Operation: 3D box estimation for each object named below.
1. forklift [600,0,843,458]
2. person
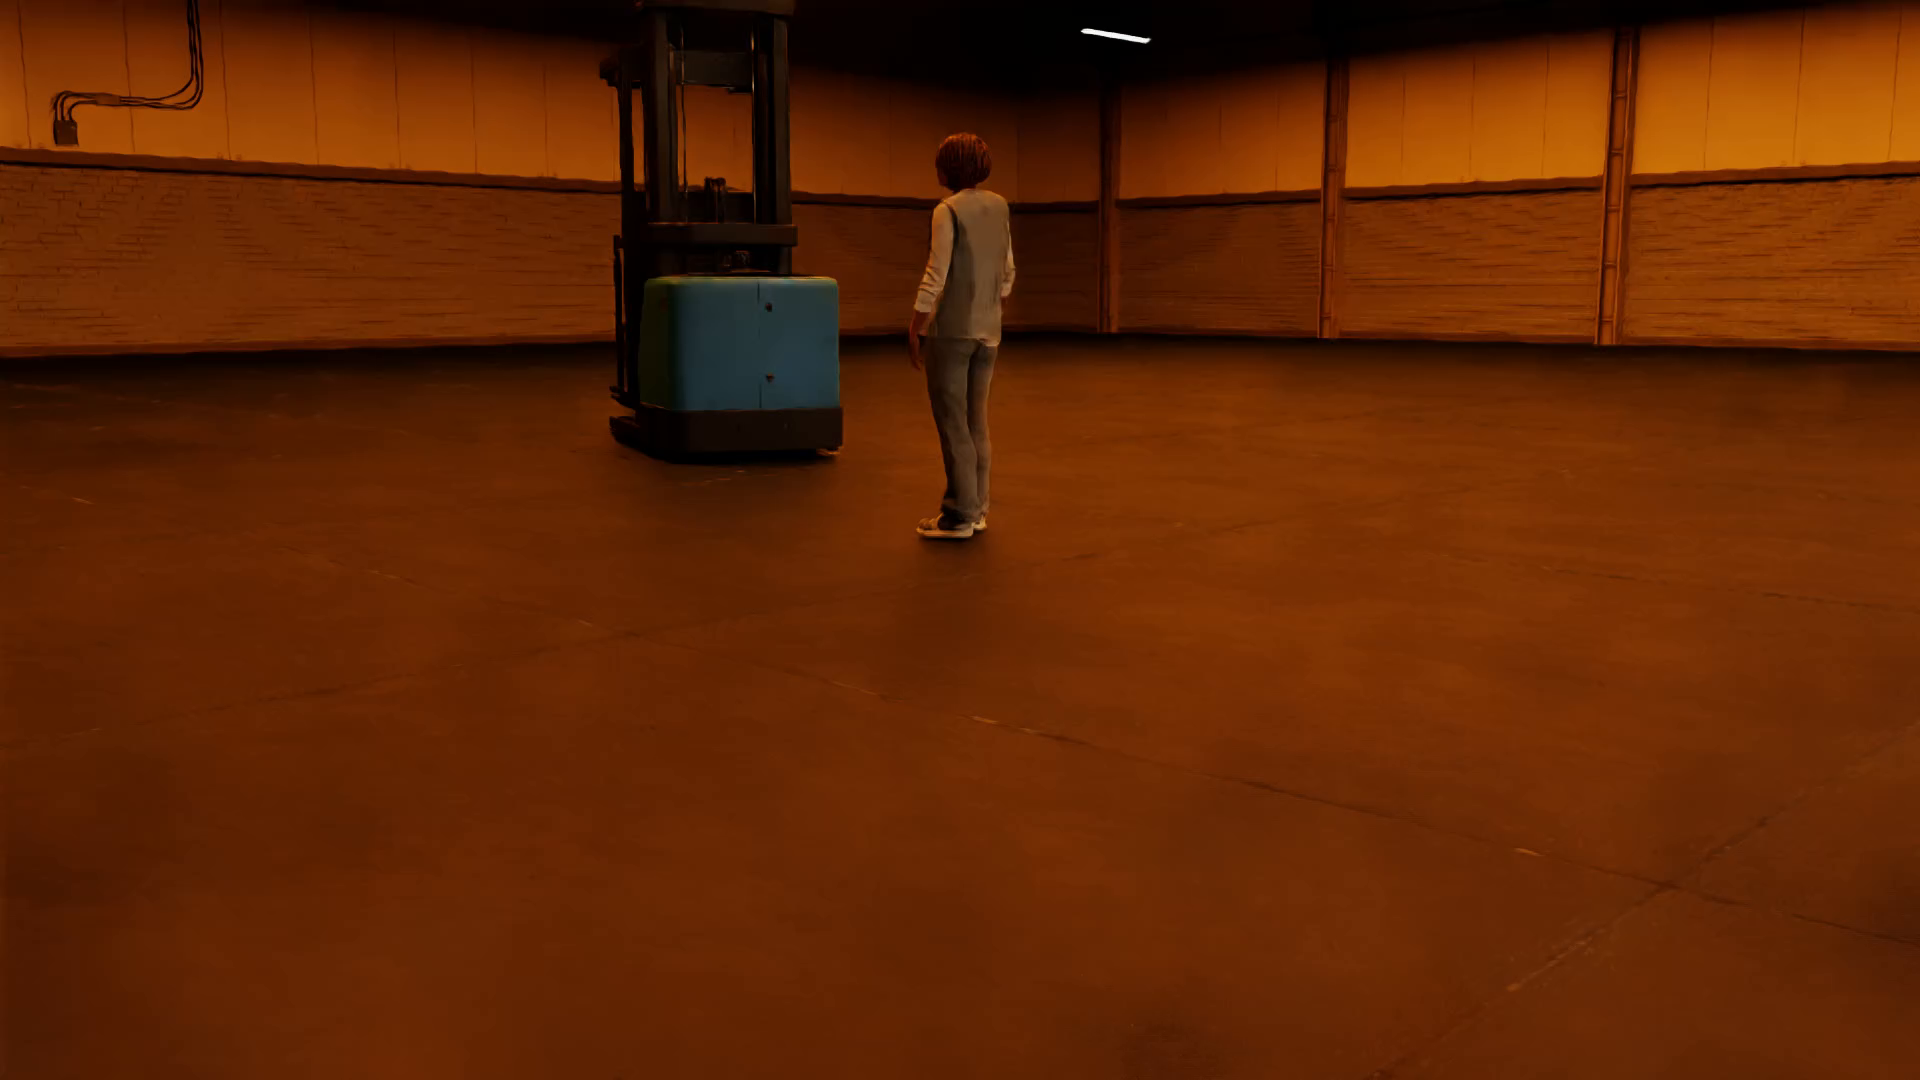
[{"bbox_3d":[-1.717,-2.116,10.928,1.130,2.935,3.031,-3,9,-21],"label":"forklift"},{"bbox_3d":[-0.044,-0.806,6.658,0.474,1.597,0.521,8,12,43],"label":"person"}]
